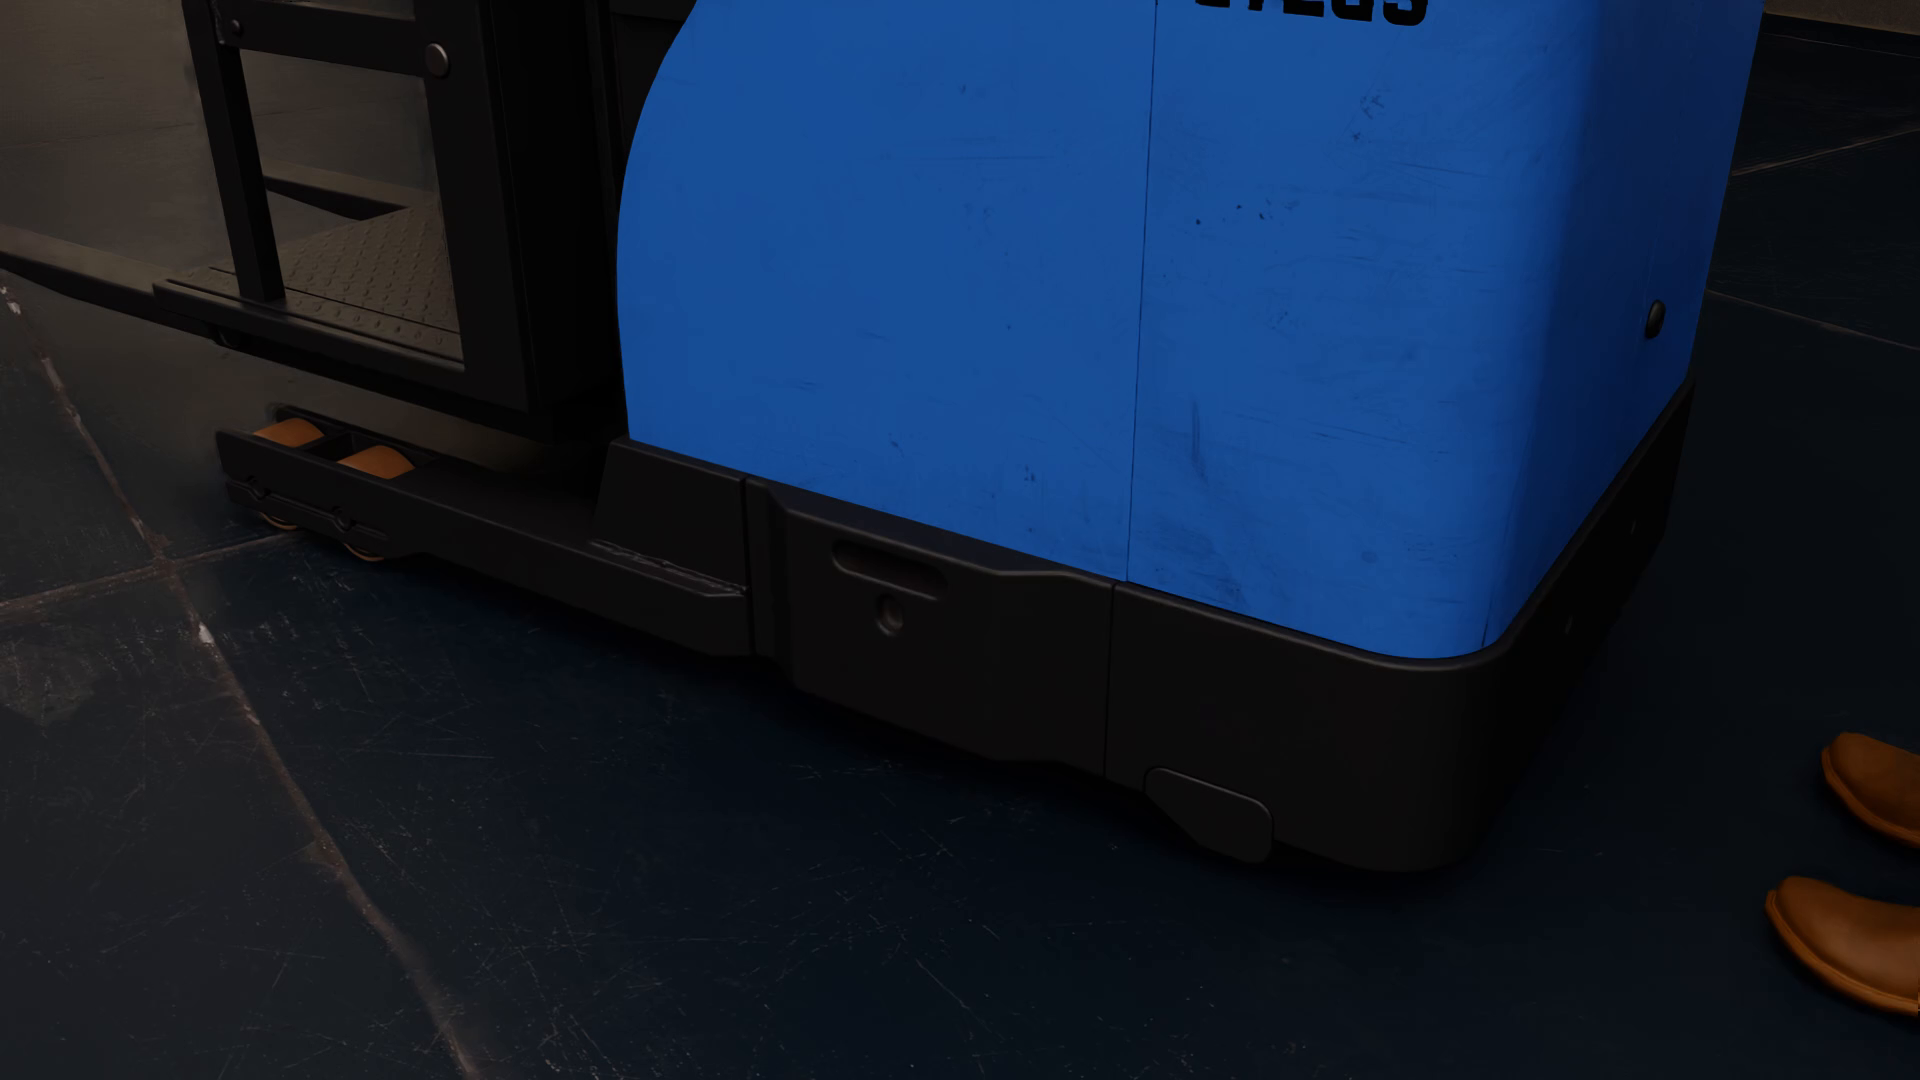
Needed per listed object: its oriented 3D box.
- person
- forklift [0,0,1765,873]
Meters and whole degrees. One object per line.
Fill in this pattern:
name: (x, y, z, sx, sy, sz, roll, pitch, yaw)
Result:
person: (1.002, -0.351, 1.196, 0.440, 1.788, 0.713, 16, 31, 29)
forklift: (-0.511, -1.459, 2.139, 3.031, 2.935, 1.130, 16, 31, 29)
